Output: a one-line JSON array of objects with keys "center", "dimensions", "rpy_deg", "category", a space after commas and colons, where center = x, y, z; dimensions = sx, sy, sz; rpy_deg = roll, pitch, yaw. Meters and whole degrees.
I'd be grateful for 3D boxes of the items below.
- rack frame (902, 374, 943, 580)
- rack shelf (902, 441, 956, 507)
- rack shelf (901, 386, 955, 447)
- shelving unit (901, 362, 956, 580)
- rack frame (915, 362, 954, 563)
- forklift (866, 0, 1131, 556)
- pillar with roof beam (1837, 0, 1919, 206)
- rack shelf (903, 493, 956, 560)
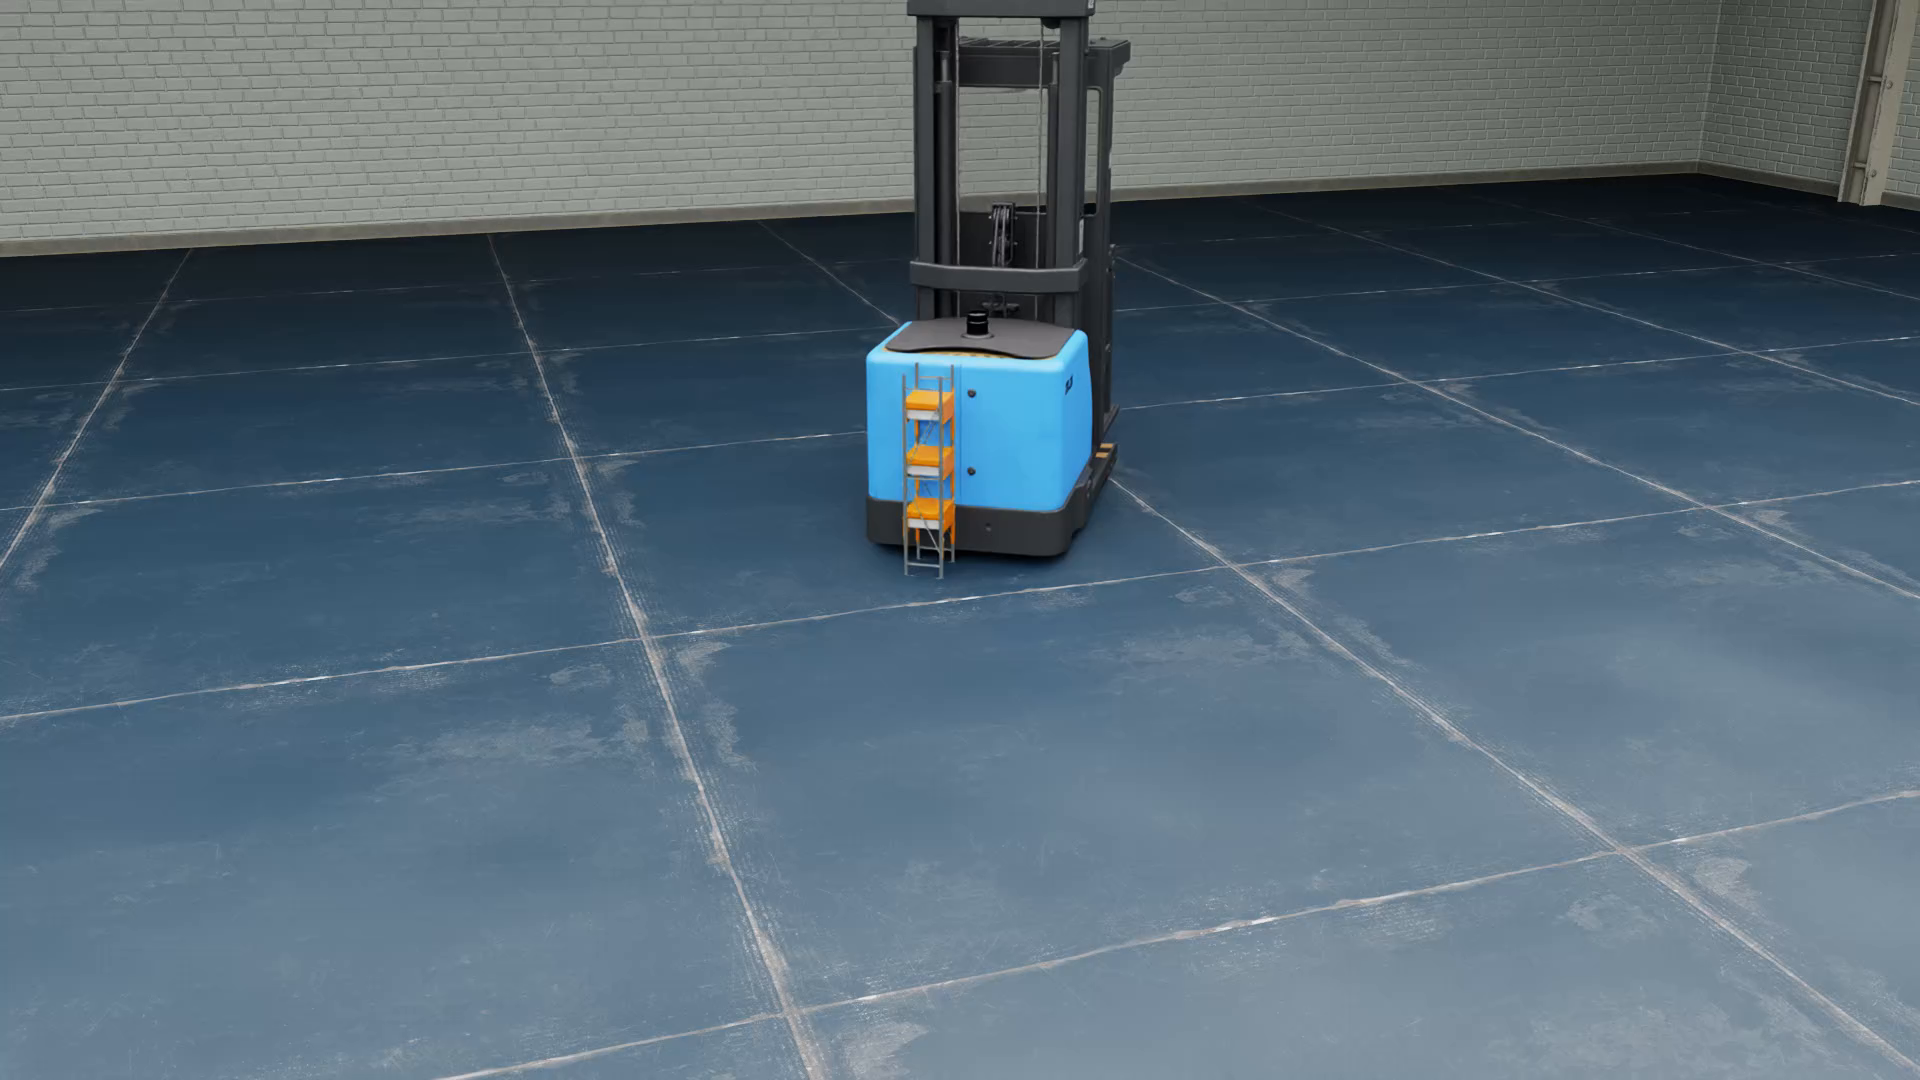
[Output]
[{"center": [-0.183, -0.302, 8.203], "dimensions": [0.200, 1.050, 0.008], "rpy_deg": [5, 20, 13], "category": "rack frame"}, {"center": [-0.155, -0.332, 8.318], "dimensions": [0.215, 0.259, 0.240], "rpy_deg": [5, 20, 13], "category": "rack shelf"}, {"center": [-0.155, -0.599, 8.222], "dimensions": [0.215, 0.259, 0.240], "rpy_deg": [5, 20, 13], "category": "rack shelf"}, {"center": [-0.155, -0.342, 8.315], "dimensions": [0.215, 1.050, 0.252], "rpy_deg": [5, 20, 13], "category": "shelving unit"}, {"center": [-0.127, -0.382, 8.426], "dimensions": [0.200, 1.050, 0.008], "rpy_deg": [5, 20, 13], "category": "rack frame"}, {"center": [0.341, -1.759, 9.478], "dimensions": [1.130, 2.935, 3.031], "rpy_deg": [4, 20, 12], "category": "forklift"}, {"center": [6.990, -7.932, 17.687], "dimensions": [9.100, 9.000, 0.400], "rpy_deg": [-6, 21, -17], "category": "pillar with roof beam"}, {"center": [-0.155, -0.070, 8.412], "dimensions": [0.215, 0.259, 0.240], "rpy_deg": [5, 20, 13], "category": "rack shelf"}]
